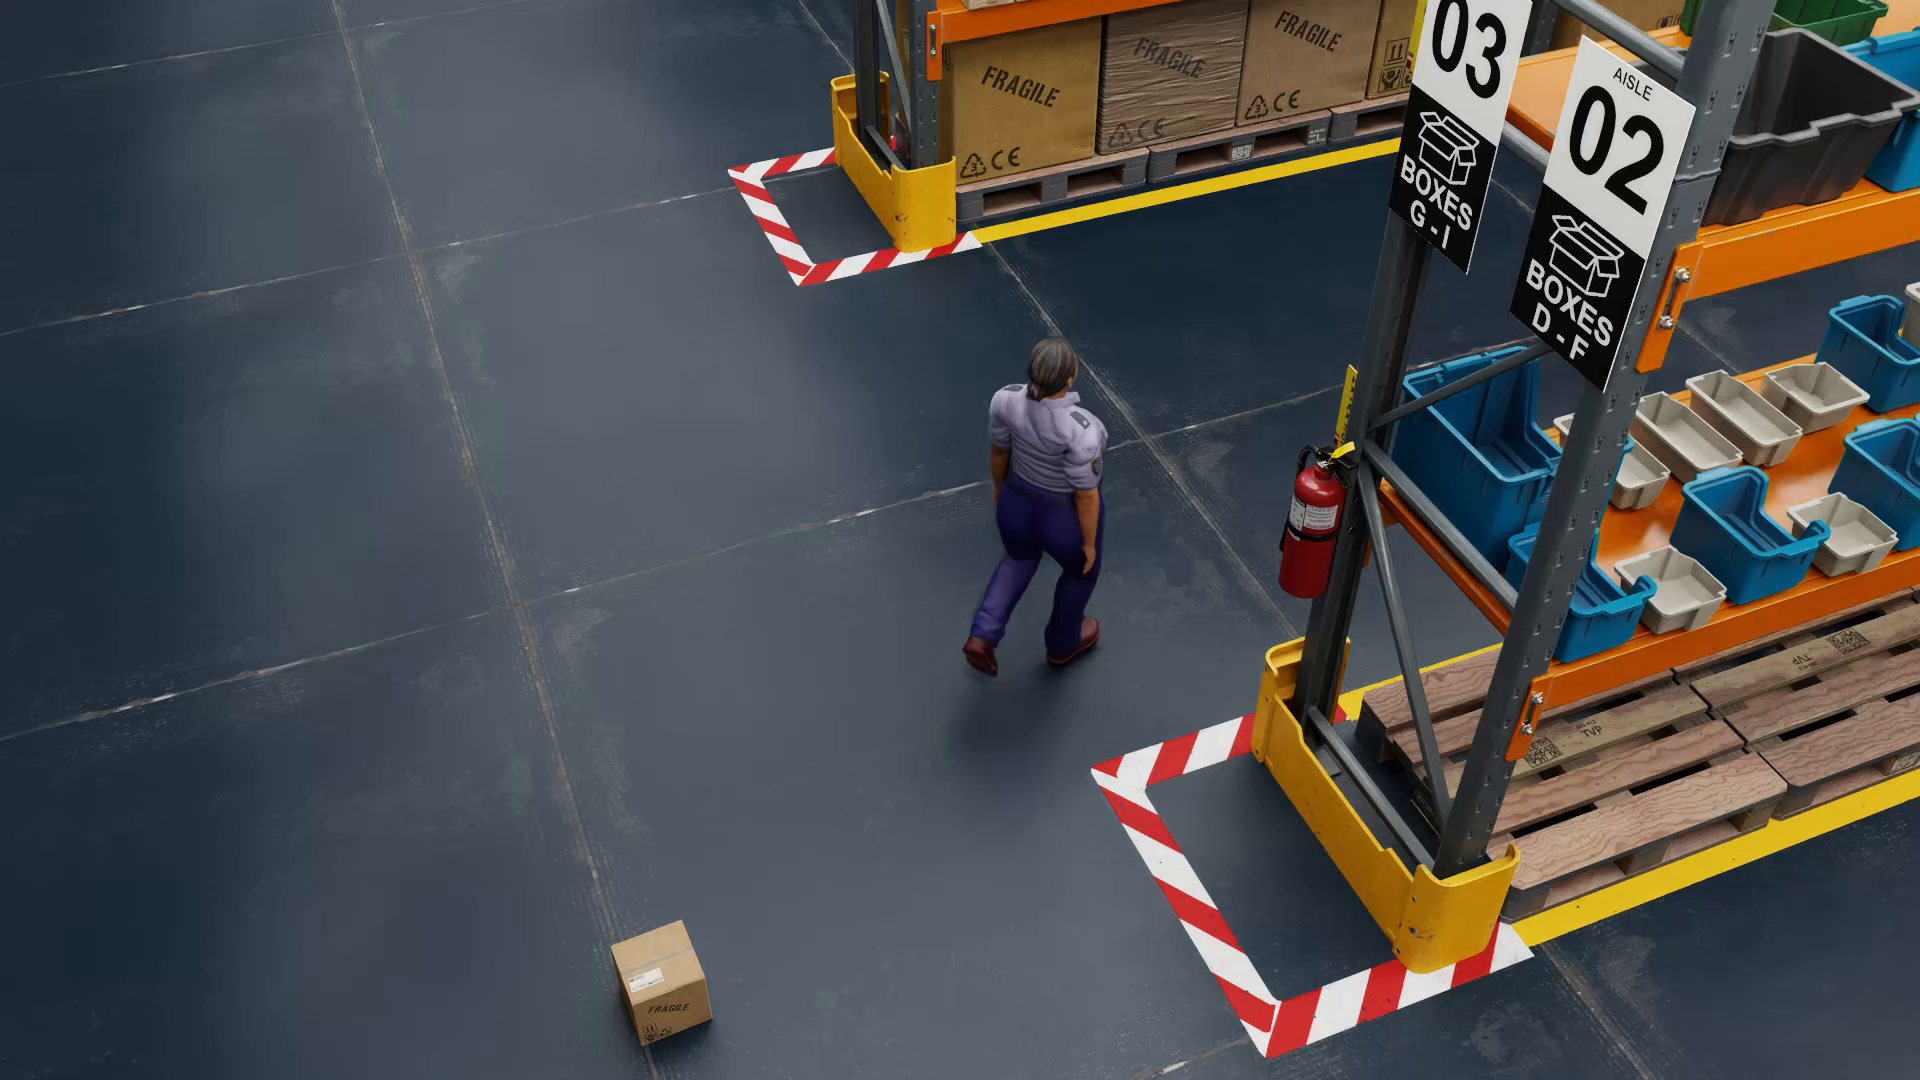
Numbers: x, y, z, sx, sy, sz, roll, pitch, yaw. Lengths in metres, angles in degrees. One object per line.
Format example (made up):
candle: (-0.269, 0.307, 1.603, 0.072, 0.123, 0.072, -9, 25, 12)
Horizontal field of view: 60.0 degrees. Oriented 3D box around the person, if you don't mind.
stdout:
person: (0.312, -0.102, 6.251, 0.498, 1.618, 0.642, 24, 47, 24)
